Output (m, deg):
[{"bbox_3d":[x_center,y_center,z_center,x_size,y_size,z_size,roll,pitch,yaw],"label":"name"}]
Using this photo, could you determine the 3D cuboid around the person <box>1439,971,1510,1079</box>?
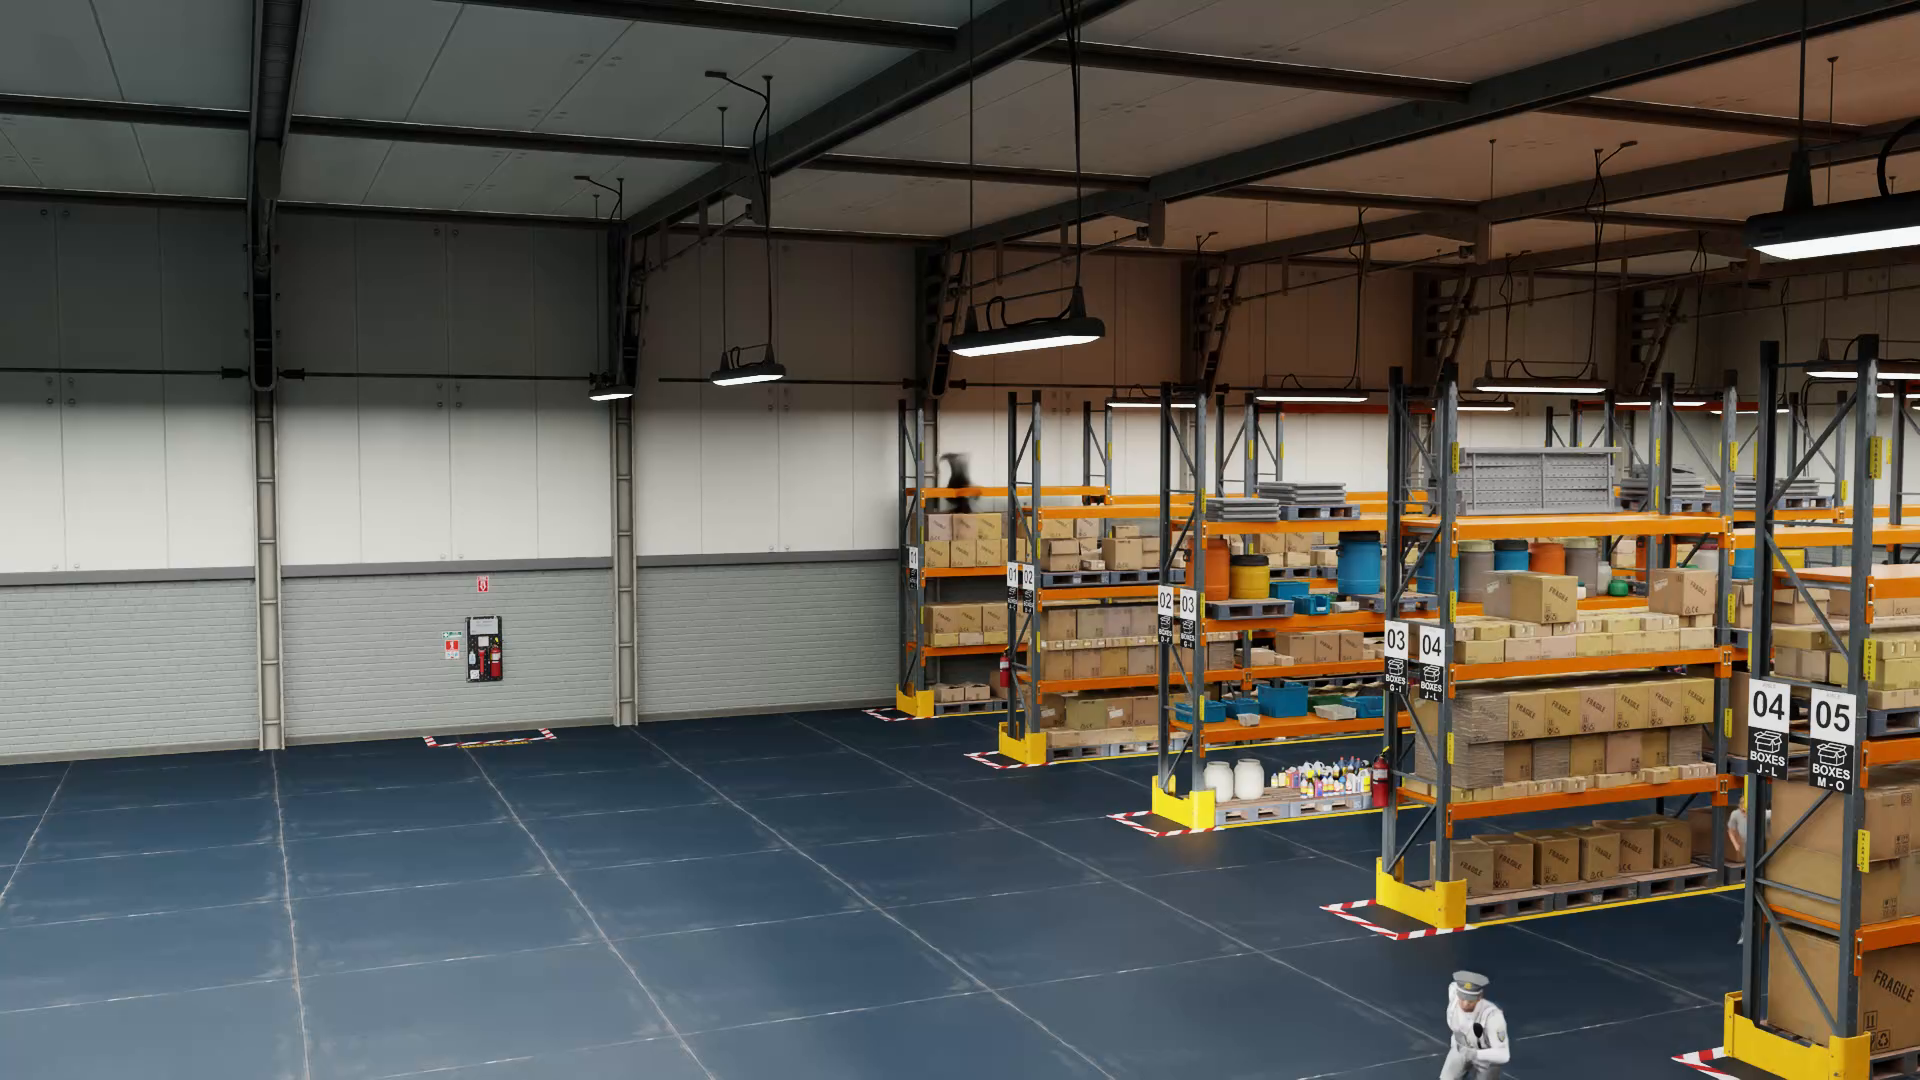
[{"bbox_3d":[3.691,3.722,11.843,0.561,1.445,1.013,2,4,35],"label":"person"}]

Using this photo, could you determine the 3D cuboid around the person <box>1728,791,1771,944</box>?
[{"bbox_3d":[8.406,3.372,17.402,0.947,1.627,0.612,-3,5,-45],"label":"person"}]
